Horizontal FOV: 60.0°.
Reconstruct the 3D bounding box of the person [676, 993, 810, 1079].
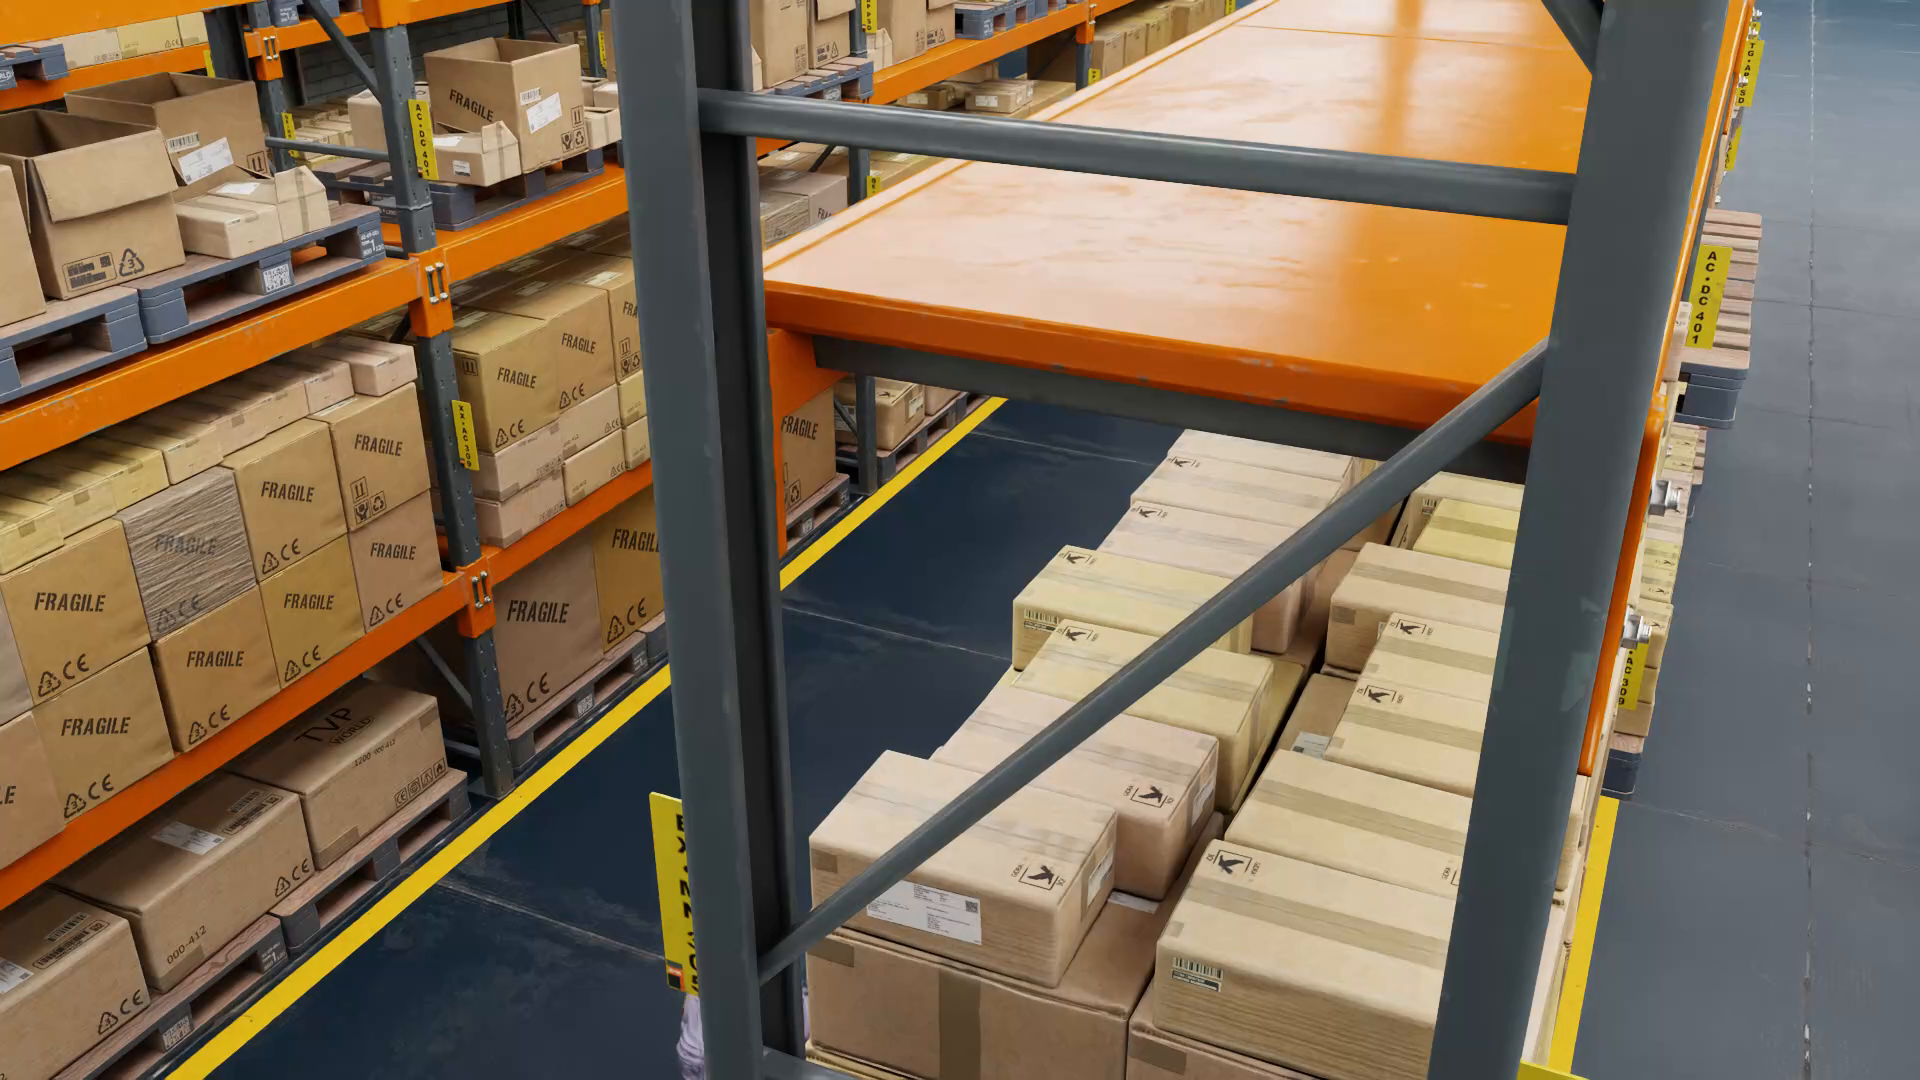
[{"bbox_3d":[-0.650,1.854,5.335,0.473,1.632,0.632,11,28,21],"label":"person"}]
